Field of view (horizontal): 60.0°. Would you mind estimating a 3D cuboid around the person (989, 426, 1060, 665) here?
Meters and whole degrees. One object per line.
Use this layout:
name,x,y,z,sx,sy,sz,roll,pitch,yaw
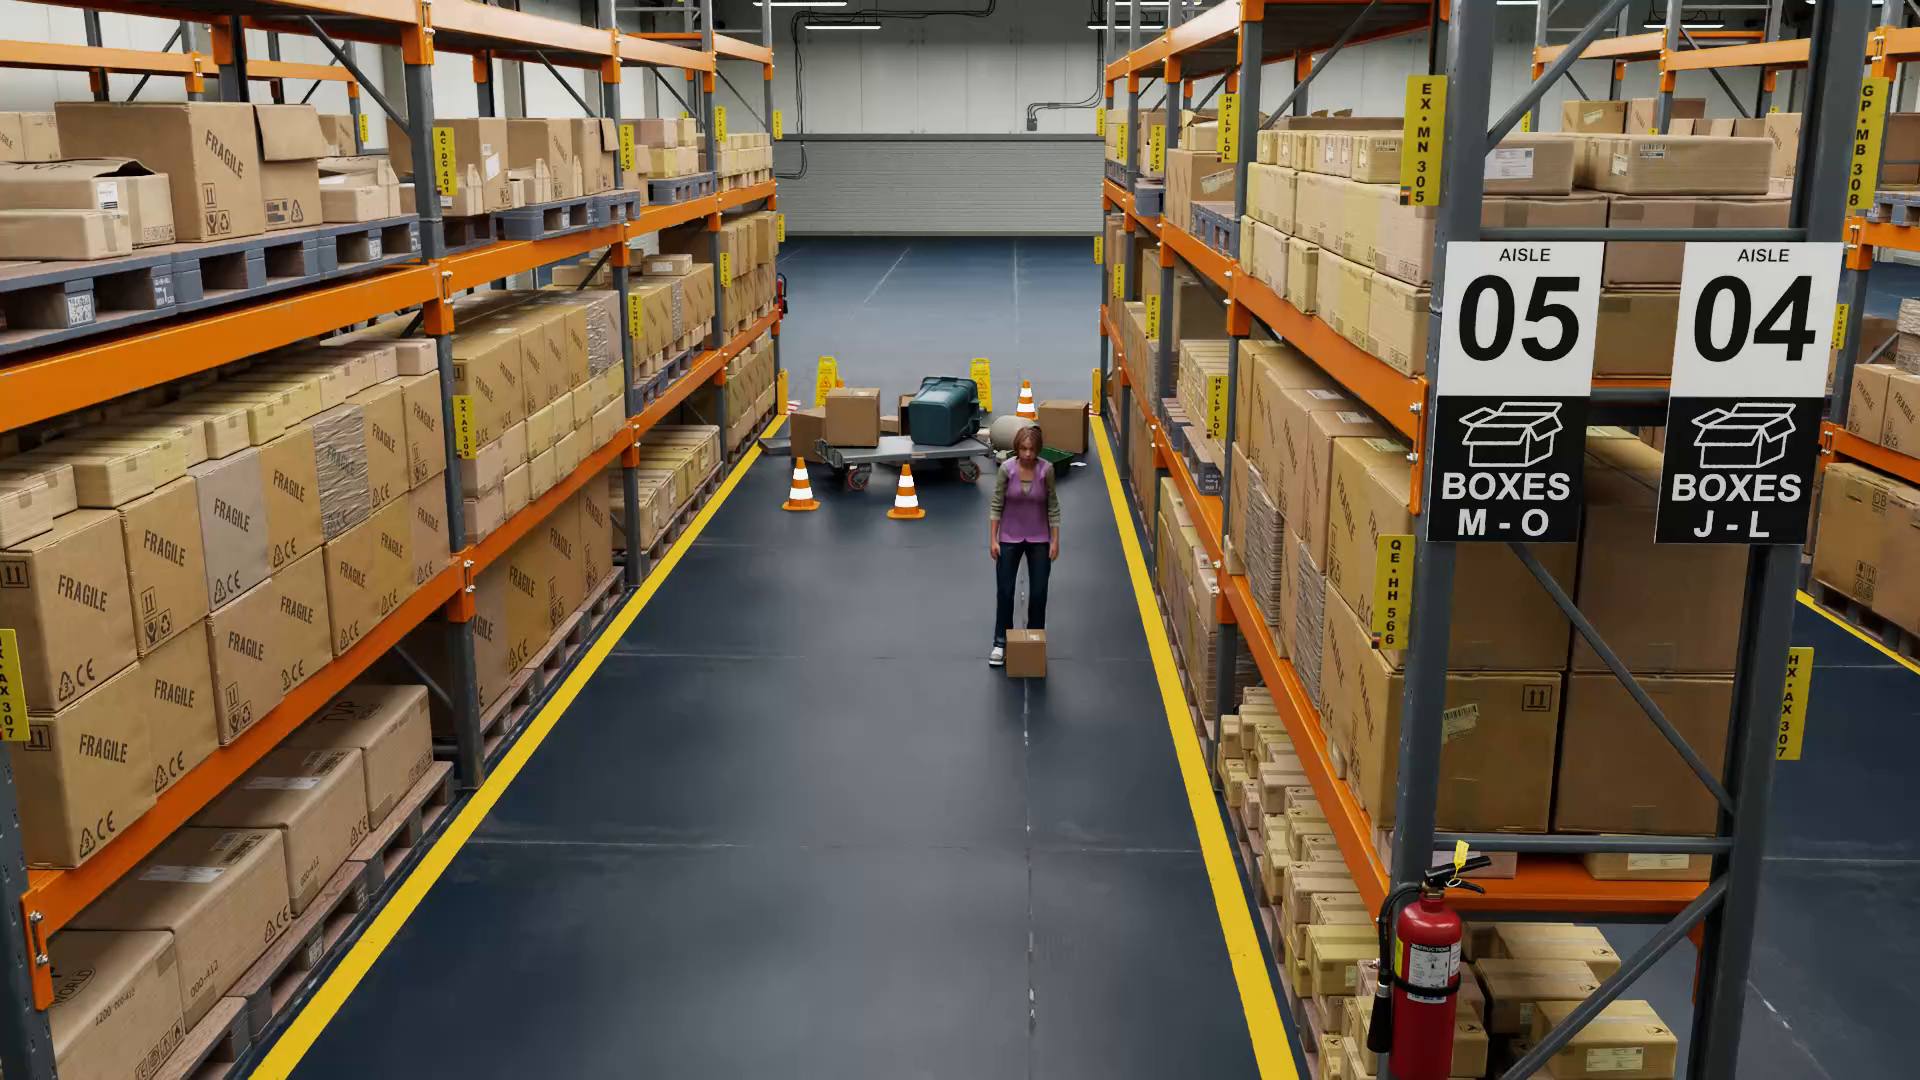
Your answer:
person,0.424,0.032,10.895,0.463,1.593,0.365,0,14,1
